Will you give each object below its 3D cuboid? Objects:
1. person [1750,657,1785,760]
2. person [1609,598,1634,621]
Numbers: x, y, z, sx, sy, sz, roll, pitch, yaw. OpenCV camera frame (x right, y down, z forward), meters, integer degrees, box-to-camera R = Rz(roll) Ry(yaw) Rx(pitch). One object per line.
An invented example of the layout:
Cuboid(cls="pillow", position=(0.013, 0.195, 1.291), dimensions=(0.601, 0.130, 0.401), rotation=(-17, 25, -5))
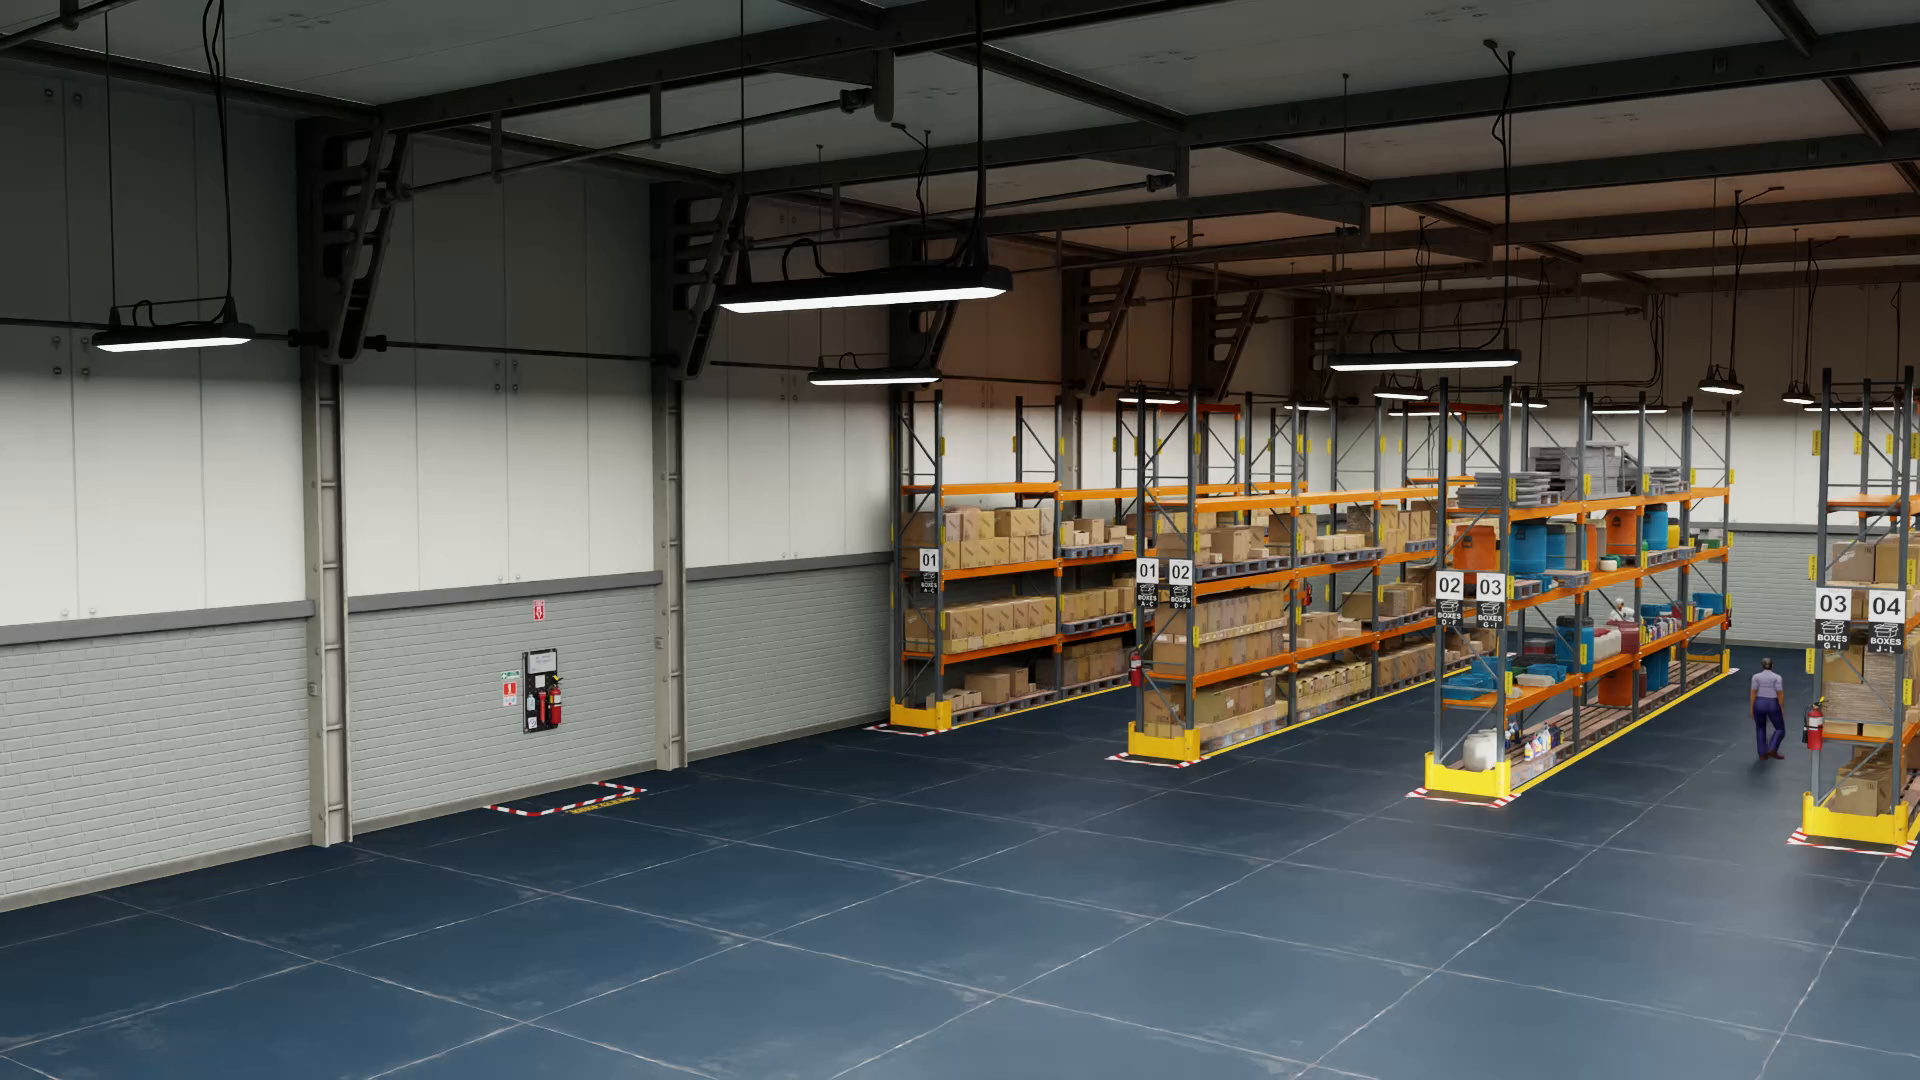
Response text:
Cuboid(cls="person", position=(12.861, 2.696, 26.476), dimensions=(0.537, 1.645, 0.522), rotation=(2, 4, 35))
Cuboid(cls="person", position=(15.076, 2.093, 37.719), dimensions=(0.745, 1.578, 0.643), rotation=(-3, 4, -41))
